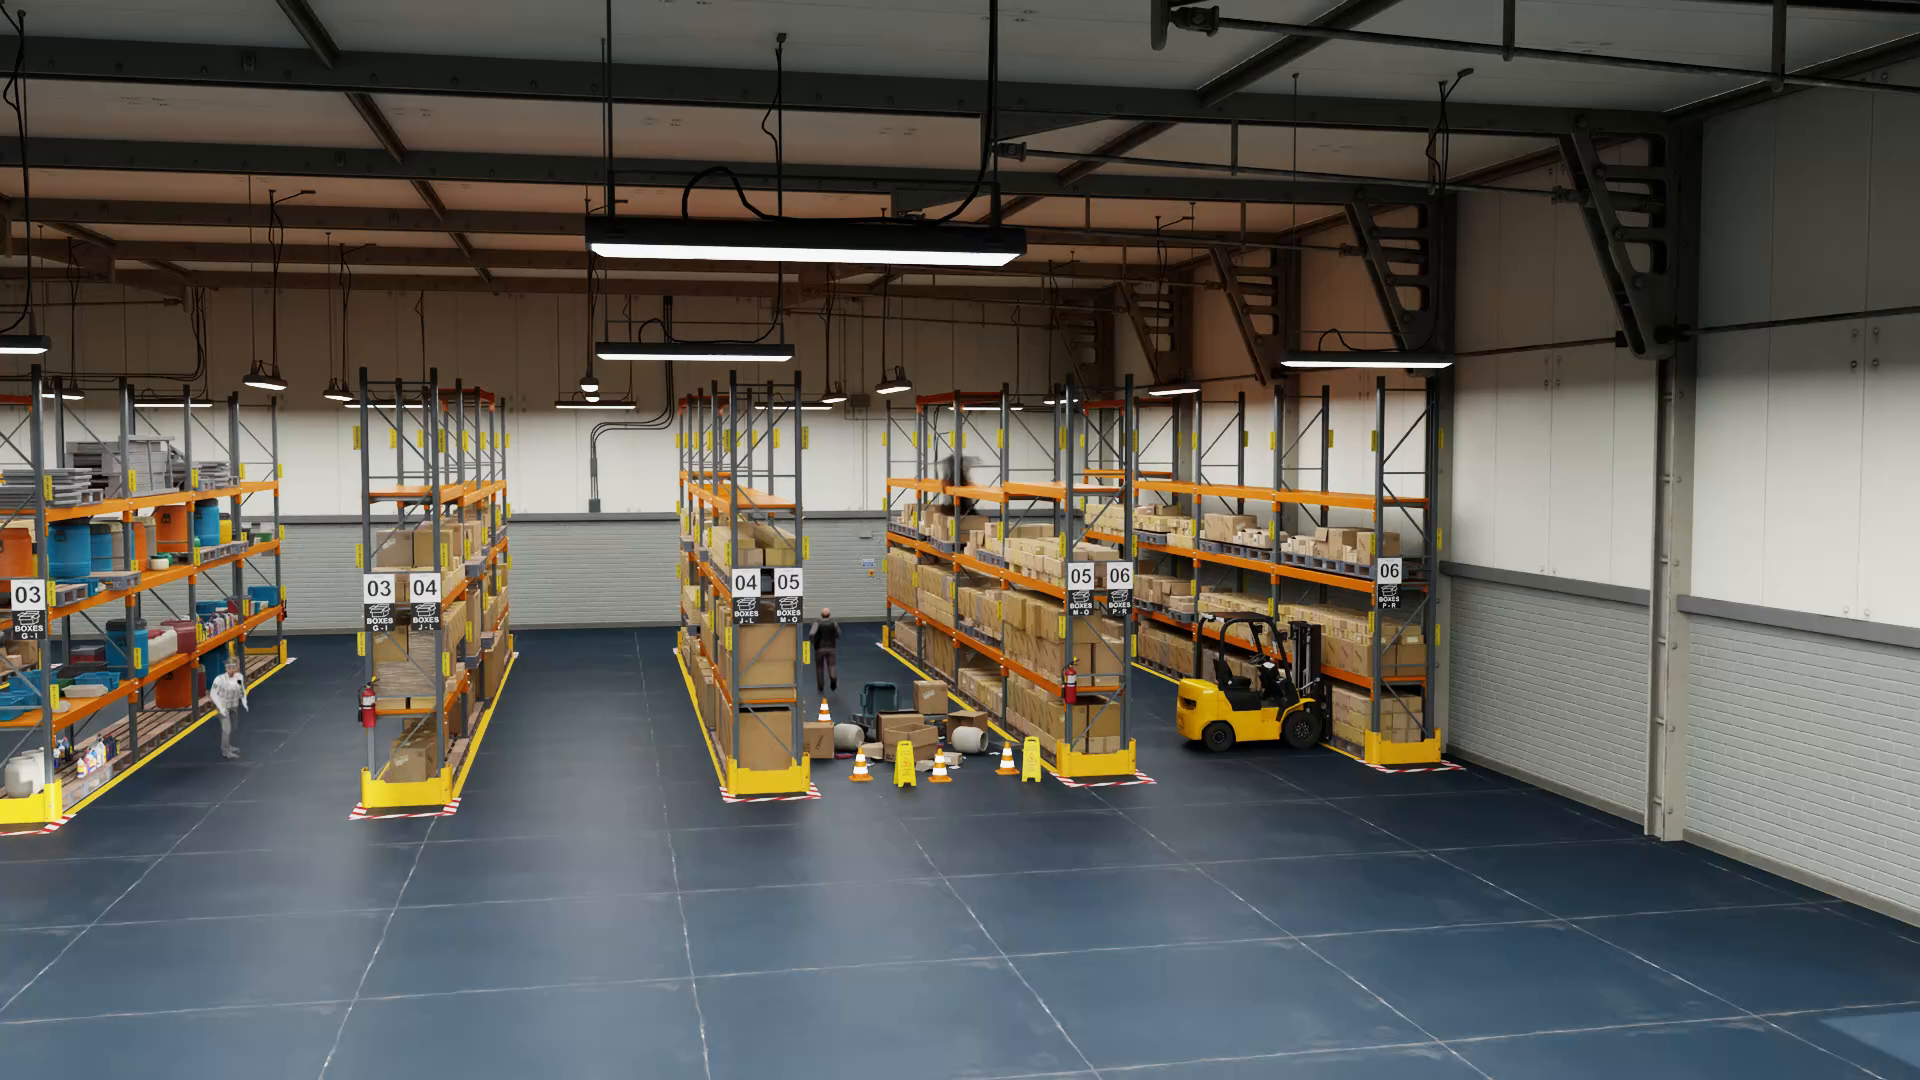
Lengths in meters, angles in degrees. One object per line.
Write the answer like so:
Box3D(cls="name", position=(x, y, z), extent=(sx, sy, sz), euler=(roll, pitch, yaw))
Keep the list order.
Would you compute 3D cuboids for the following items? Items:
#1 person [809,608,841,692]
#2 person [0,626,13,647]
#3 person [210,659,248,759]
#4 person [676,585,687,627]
Box3D(cls="person", position=(-2.684, 2.185, 32.978), extent=(0.678, 1.698, 0.905), euler=(-1, 4, -15))
Box3D(cls="person", position=(-21.626, 1.915, 37.997), extent=(0.849, 1.716, 0.544), euler=(0, 3, 5))
Box3D(cls="person", position=(-11.592, 2.650, 26.275), extent=(0.759, 1.624, 0.606), euler=(2, 4, 34))
Box3D(cls="person", position=(-6.478, 1.815, 40.378), extent=(0.925, 1.621, 0.570), euler=(-3, 4, -37))
